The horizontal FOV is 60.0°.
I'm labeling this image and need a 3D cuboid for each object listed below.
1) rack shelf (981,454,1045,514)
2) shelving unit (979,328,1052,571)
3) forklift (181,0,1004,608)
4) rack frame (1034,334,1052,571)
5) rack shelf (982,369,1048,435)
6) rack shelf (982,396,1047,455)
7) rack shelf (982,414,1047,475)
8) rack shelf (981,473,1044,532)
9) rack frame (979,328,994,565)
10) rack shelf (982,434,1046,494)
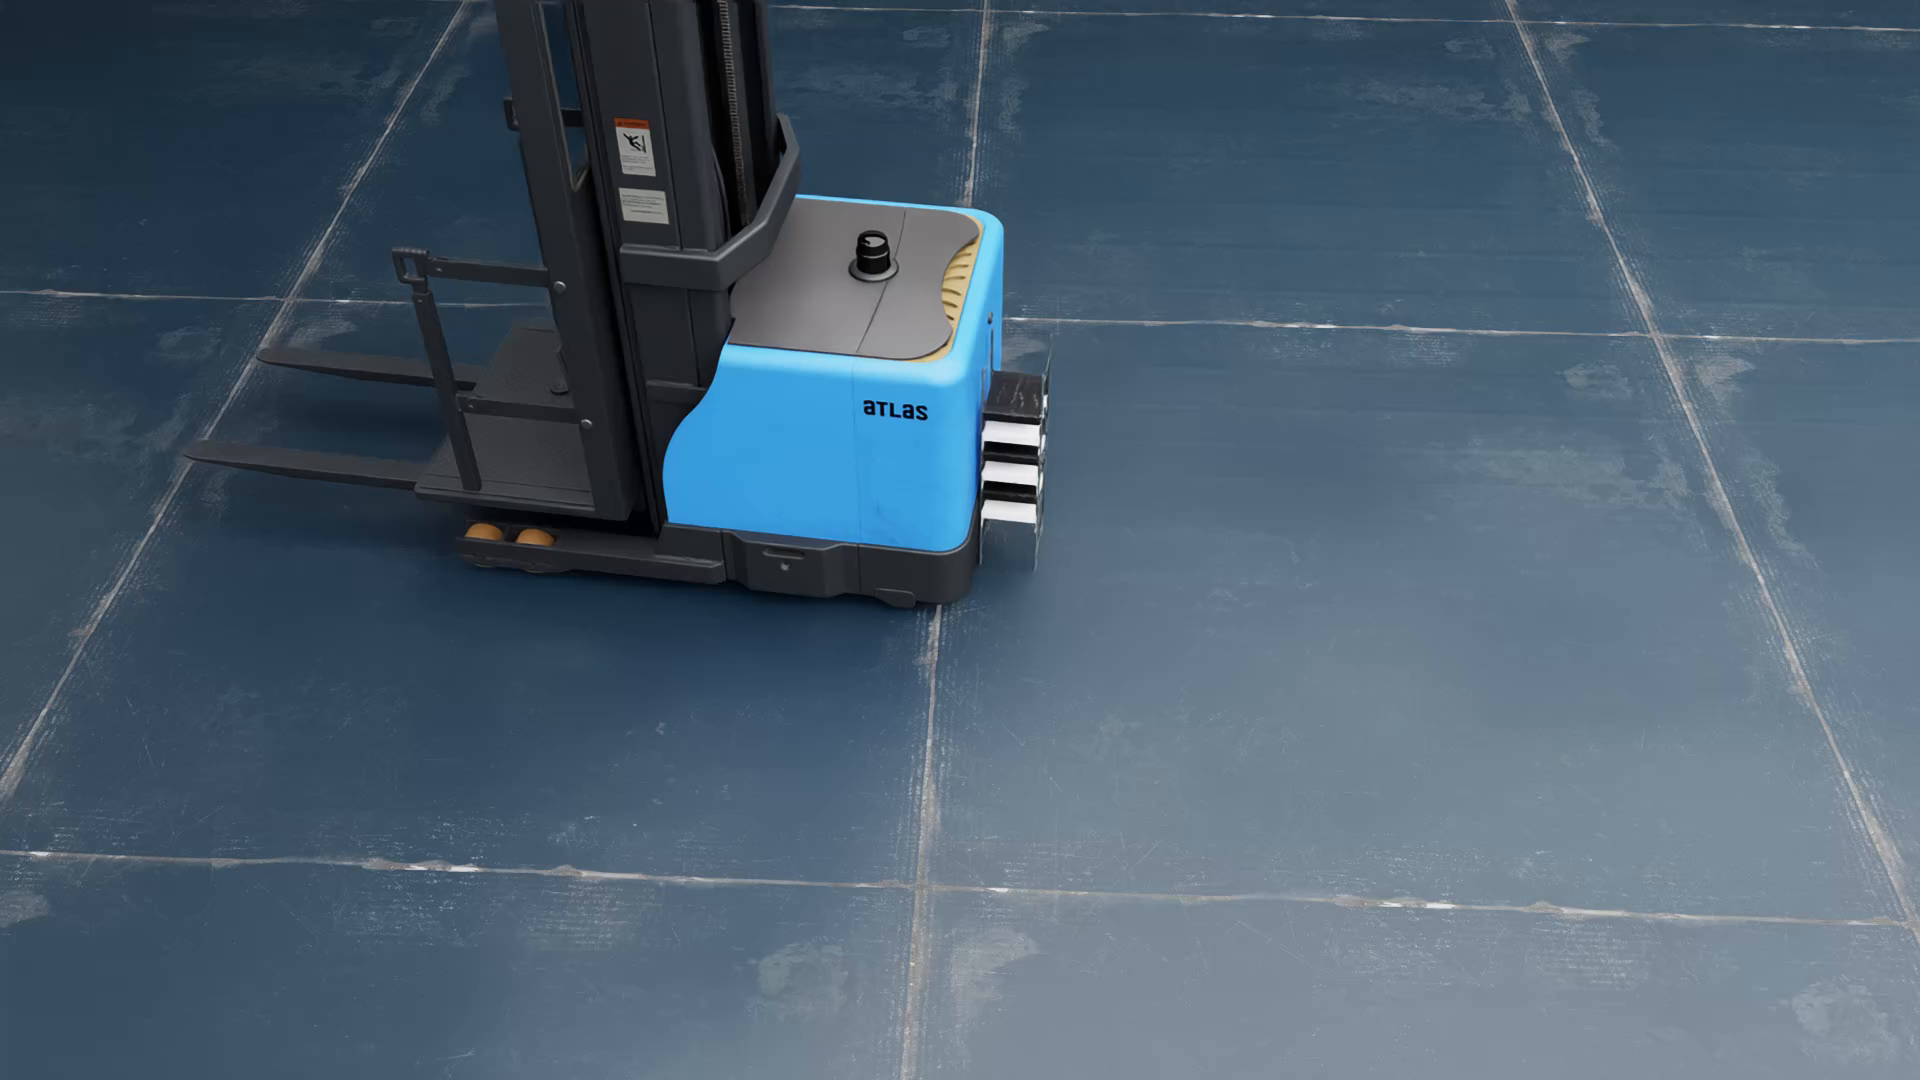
[{"bbox_3d":[0.194,-0.216,6.003,0.200,0.077,0.258,6,43,7],"label":"rack shelf"},{"bbox_3d":[0.194,-0.306,5.919,0.210,0.900,0.258,6,43,7],"label":"shelving unit"},{"bbox_3d":[-1.394,-1.299,5.494,3.031,2.935,1.130,6,43,7],"label":"forklift"},{"bbox_3d":[0.295,-0.296,5.907,0.006,0.900,0.240,6,43,7],"label":"rack frame"},{"bbox_3d":[0.194,-0.480,5.757,0.200,0.077,0.258,6,43,7],"label":"rack shelf"},{"bbox_3d":[0.194,-0.414,5.819,0.200,0.077,0.258,6,43,7],"label":"rack shelf"},{"bbox_3d":[0.194,-0.348,5.880,0.200,0.077,0.258,6,43,7],"label":"rack shelf"},{"bbox_3d":[0.194,-0.150,6.064,0.200,0.077,0.258,6,43,7],"label":"rack shelf"},{"bbox_3d":[0.094,-0.317,5.930,0.006,0.900,0.240,6,43,7],"label":"rack frame"},{"bbox_3d":[0.194,-0.282,5.941,0.200,0.077,0.258,6,43,7],"label":"rack shelf"}]
